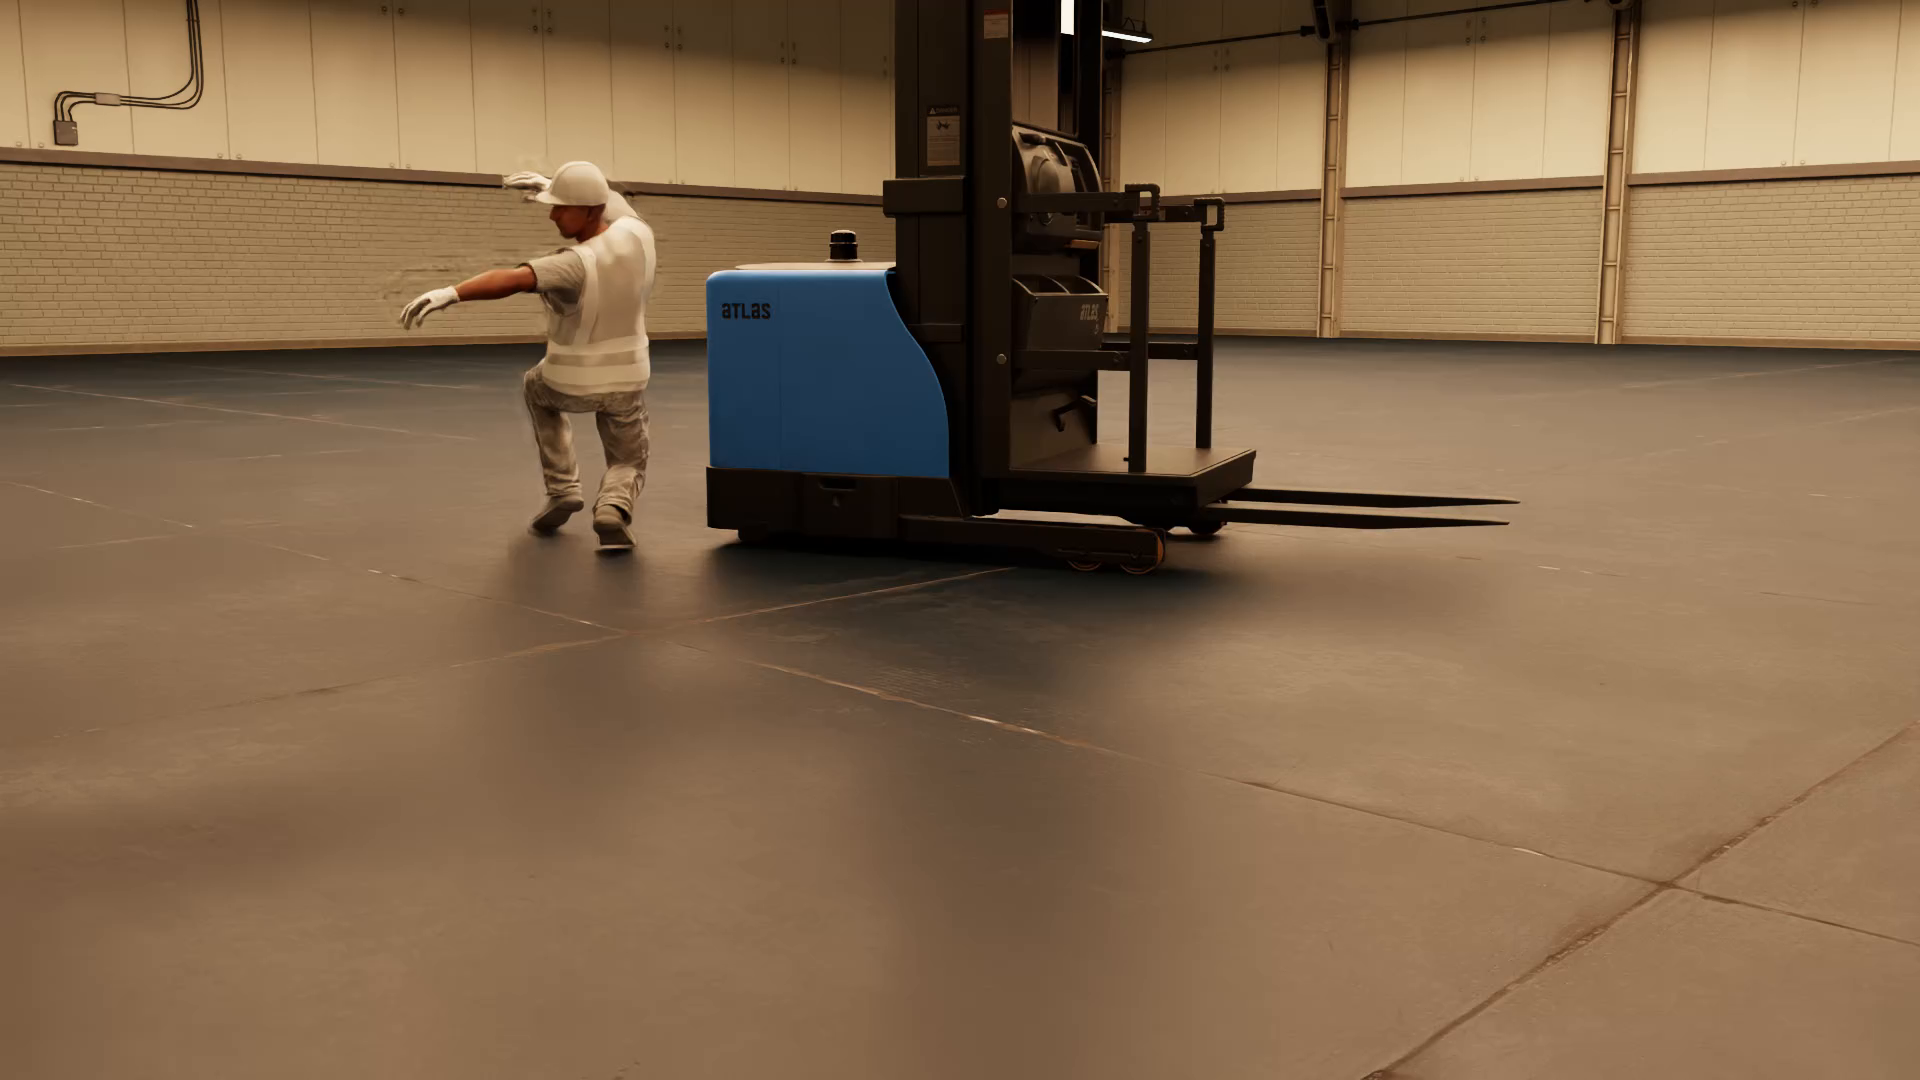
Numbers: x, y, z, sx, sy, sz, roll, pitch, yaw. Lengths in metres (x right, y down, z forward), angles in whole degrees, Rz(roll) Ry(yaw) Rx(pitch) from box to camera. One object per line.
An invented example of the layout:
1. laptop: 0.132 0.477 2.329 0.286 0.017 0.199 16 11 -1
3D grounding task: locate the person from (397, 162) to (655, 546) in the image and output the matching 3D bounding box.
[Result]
1. person: -1.721 -0.703 6.449 1.058 1.482 0.928 -5 10 -32

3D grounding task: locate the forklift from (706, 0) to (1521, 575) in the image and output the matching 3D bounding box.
1. forklift: 0.565 -1.416 6.275 3.031 2.935 1.130 3 9 22
